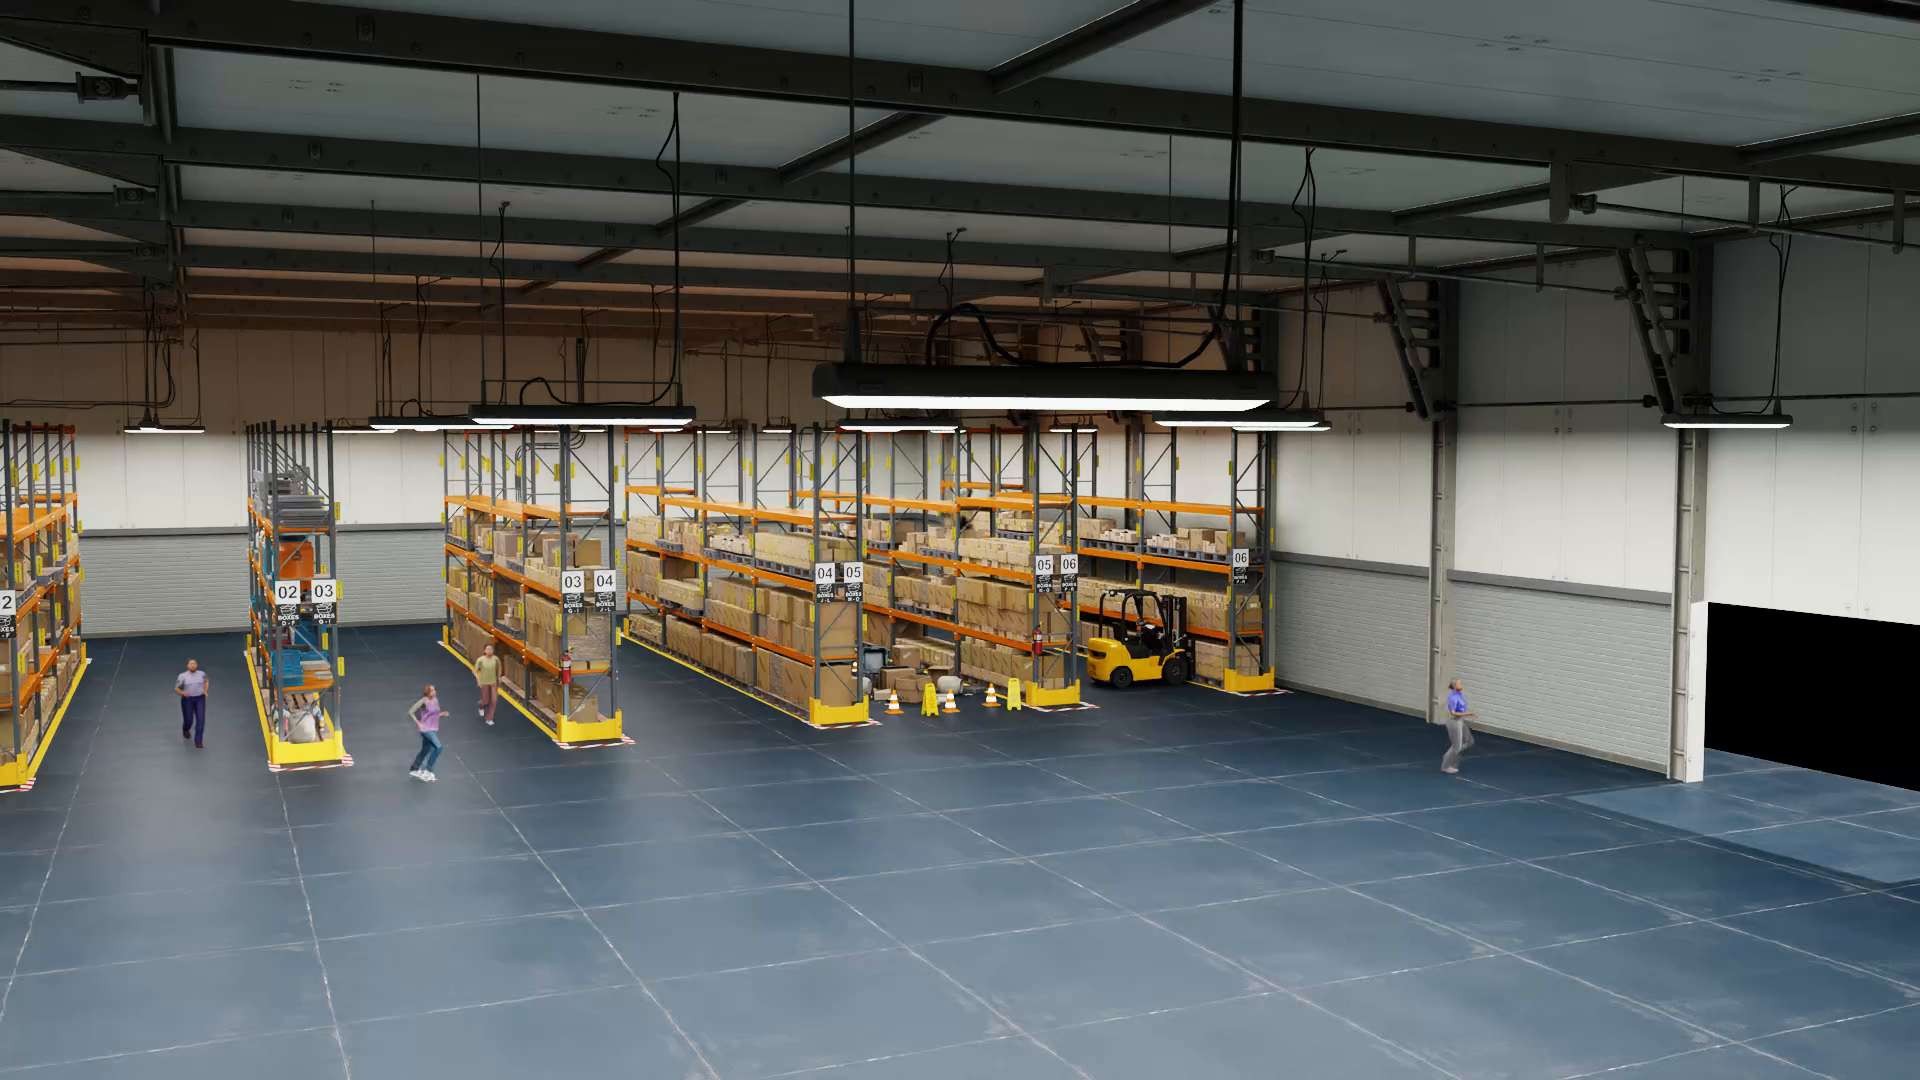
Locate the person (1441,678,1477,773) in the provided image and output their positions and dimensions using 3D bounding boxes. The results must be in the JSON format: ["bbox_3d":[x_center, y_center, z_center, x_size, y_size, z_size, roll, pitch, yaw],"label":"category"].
[{"bbox_3d":[8.462,3.146,28.143,0.599,1.636,0.561,2,4,30],"label":"person"}]

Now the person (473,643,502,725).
[{"bbox_3d":[-9.403,2.849,33.112,0.569,1.621,0.622,-2,4,-30],"label":"person"}]

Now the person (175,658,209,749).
[{"bbox_3d":[-14.132,3.003,30.651,0.607,1.628,0.849,-3,4,-36],"label":"person"}]

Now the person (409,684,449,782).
[{"bbox_3d":[-8.836,3.212,27.682,0.688,1.616,0.507,1,4,10],"label":"person"}]
